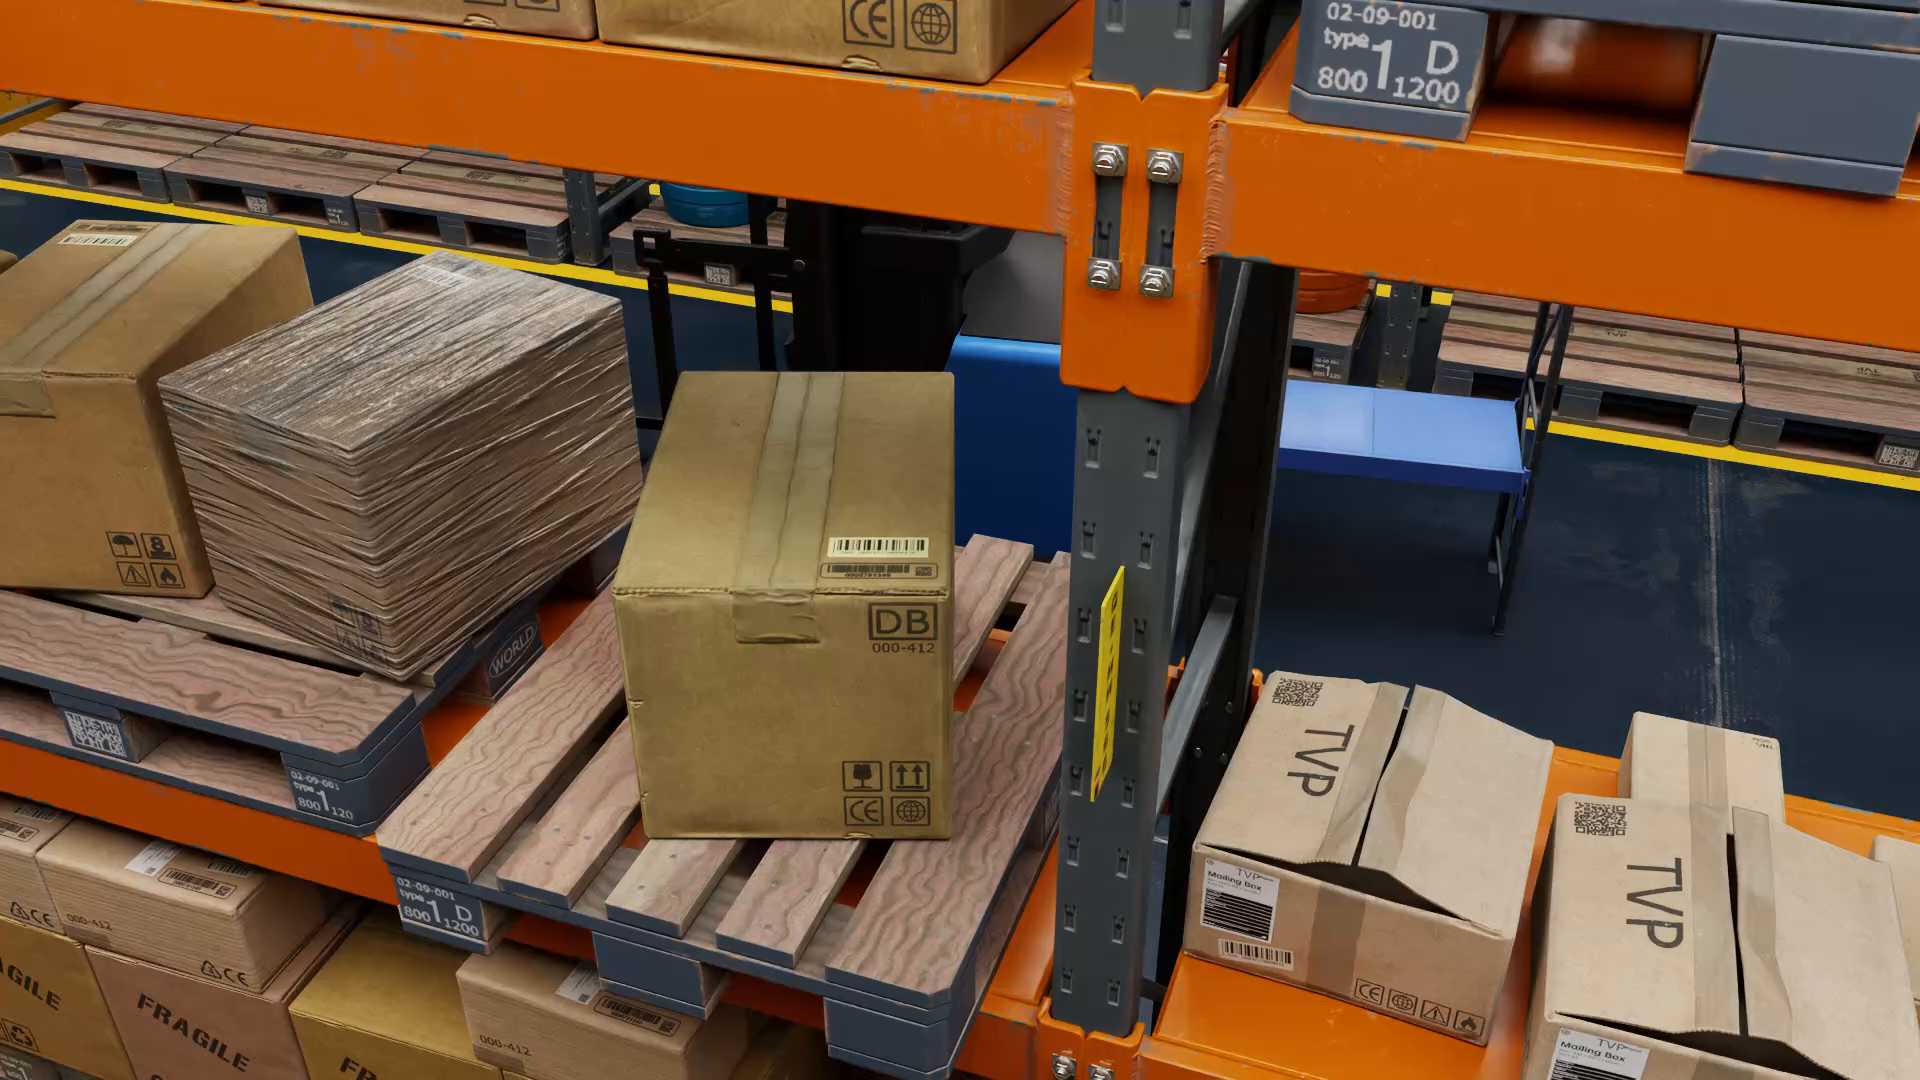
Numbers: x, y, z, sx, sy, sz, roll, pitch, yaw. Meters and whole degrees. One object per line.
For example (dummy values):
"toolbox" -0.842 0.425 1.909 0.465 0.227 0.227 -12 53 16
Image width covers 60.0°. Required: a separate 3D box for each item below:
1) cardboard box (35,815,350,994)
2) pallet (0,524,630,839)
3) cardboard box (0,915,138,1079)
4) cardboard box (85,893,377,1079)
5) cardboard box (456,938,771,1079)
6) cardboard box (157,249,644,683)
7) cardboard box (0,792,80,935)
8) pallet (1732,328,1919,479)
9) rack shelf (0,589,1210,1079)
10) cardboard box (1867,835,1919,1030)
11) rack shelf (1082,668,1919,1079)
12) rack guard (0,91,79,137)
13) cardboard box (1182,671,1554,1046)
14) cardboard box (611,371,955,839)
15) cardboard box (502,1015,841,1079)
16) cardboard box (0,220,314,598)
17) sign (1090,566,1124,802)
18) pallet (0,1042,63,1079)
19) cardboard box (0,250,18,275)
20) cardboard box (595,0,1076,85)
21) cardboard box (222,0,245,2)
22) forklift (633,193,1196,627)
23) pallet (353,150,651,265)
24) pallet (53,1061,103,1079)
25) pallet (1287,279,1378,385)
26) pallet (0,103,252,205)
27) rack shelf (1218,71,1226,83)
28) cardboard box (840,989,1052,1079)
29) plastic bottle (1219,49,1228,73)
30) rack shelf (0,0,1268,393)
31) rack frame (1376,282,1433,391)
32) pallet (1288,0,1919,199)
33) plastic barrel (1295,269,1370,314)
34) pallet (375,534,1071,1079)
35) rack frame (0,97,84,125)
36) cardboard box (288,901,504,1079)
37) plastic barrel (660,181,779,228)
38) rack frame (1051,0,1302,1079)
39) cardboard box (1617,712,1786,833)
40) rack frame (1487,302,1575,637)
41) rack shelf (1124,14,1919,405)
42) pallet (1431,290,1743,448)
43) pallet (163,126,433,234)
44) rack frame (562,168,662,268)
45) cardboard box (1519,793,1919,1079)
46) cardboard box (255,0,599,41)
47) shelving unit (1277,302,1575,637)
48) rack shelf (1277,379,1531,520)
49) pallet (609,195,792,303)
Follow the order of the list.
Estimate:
"cardboard box" -1.610 0.673 3.651 0.500 0.250 0.500 10 34 16
"pallet" -1.463 0.094 3.516 1.213 0.211 1.003 11 34 16
"cardboard box" -2.050 0.900 3.989 0.500 0.500 0.500 11 35 17
"cardboard box" -1.574 0.993 3.845 0.500 0.500 0.500 10 34 15
"cardboard box" -0.645 0.858 3.364 0.500 0.250 0.500 12 35 18
"cardboard box" -1.058 -0.174 3.275 0.500 0.500 0.700 18 37 25
"cardboard box" -2.082 0.581 3.792 0.500 0.250 0.500 11 34 17
"pallet" 3.904 -0.605 6.992 1.213 0.211 1.003 11 34 16
"rack shelf" -1.514 0.303 3.679 4.000 0.370 1.077 11 34 16
"cardboard box" 1.588 0.677 2.668 0.250 0.149 0.380 14 35 20
"rack shelf" 2.252 1.035 2.545 4.000 0.370 1.077 11 34 16
"rack guard" -5.514 -2.573 9.775 0.348 0.500 1.175 11 34 16
"cardboard box" 0.697 0.493 2.803 0.500 0.311 0.500 13 35 19
"cardboard box" -0.262 0.091 2.865 0.500 0.500 0.700 0 33 0
"cardboard box" -0.591 1.181 3.555 0.500 0.500 0.500 12 35 18
"cardboard box" -1.713 -0.292 3.457 0.500 0.500 0.700 3 33 4
"sign" 0.195 0.192 2.192 0.005 0.325 0.100 11 34 16
"pallet" -2.618 0.936 4.606 1.213 0.211 1.003 11 34 16
"cardboard box" -2.357 -0.289 3.453 0.500 0.500 0.700 17 36 24
"cardboard box" -0.053 -0.998 2.173 0.500 0.500 0.910 11 34 16
"cardboard box" -1.023 -1.187 2.465 0.500 0.500 0.910 11 34 16
"forklift" -0.611 -1.304 5.568 3.031 2.935 1.130 7 33 10
"pallet" -2.427 -1.837 8.901 1.213 0.211 1.003 11 34 16
"pallet" -1.466 1.158 4.262 1.213 0.211 1.003 11 34 16
"pallet" 1.287 -1.113 7.780 1.213 0.211 1.003 11 34 16
"pallet" -4.724 -2.284 9.592 1.213 0.211 1.003 11 34 16
"rack shelf" 0.161 -2.226 7.595 4.000 0.370 1.077 11 34 16
"cardboard box" 0.037 1.003 3.830 0.500 0.500 0.500 12 35 18
"plastic bottle" 1.107 -2.025 6.804 0.097 0.201 0.097 0 33 0
"rack shelf" -1.514 -0.957 2.865 4.000 0.370 1.077 11 34 16
"rack frame" 2.044 -2.162 6.833 0.127 3.000 1.000 11 34 16
"pallet" 1.038 -0.736 2.033 1.003 0.211 1.213 13 35 19
"plastic barrel" 1.577 -1.507 7.433 0.708 0.830 0.600 11 34 16
"pallet" -0.293 0.359 3.105 1.003 0.211 1.213 11 34 16
"rack frame" -5.487 -3.626 9.100 0.127 3.000 1.000 11 34 16
"cardboard box" -1.078 1.086 3.702 0.500 0.500 0.500 10 34 15
"plastic barrel" -1.216 -2.080 8.254 0.708 0.901 0.600 11 34 16
"rack frame" 0.368 0.368 2.914 0.053 2.616 0.949 11 34 16
"cardboard box" 1.309 0.496 2.948 0.250 0.149 0.380 11 34 16
"rack frame" 1.910 -0.430 5.533 0.032 1.500 0.500 7 33 10
"rack shelf" 2.252 -0.225 1.731 4.000 0.370 1.077 11 34 16
"pallet" 2.760 -0.829 7.339 1.213 0.211 1.003 11 34 16
"pallet" -3.580 -2.059 9.245 1.213 0.211 1.003 11 34 16
"rack frame" -1.722 -2.894 7.967 0.127 3.000 1.000 11 34 16
"cardboard box" 1.146 0.667 2.534 0.500 0.311 0.500 11 34 16
"cardboard box" -0.533 -1.091 2.317 0.500 0.500 0.910 11 34 16
"shelving unit" 1.413 -0.490 5.626 1.048 1.500 0.538 7 33 10
"rack shelf" 1.413 -0.338 5.723 1.000 0.185 0.538 7 33 10
"pallet" -1.010 -1.560 8.471 1.213 0.211 1.003 11 34 16
